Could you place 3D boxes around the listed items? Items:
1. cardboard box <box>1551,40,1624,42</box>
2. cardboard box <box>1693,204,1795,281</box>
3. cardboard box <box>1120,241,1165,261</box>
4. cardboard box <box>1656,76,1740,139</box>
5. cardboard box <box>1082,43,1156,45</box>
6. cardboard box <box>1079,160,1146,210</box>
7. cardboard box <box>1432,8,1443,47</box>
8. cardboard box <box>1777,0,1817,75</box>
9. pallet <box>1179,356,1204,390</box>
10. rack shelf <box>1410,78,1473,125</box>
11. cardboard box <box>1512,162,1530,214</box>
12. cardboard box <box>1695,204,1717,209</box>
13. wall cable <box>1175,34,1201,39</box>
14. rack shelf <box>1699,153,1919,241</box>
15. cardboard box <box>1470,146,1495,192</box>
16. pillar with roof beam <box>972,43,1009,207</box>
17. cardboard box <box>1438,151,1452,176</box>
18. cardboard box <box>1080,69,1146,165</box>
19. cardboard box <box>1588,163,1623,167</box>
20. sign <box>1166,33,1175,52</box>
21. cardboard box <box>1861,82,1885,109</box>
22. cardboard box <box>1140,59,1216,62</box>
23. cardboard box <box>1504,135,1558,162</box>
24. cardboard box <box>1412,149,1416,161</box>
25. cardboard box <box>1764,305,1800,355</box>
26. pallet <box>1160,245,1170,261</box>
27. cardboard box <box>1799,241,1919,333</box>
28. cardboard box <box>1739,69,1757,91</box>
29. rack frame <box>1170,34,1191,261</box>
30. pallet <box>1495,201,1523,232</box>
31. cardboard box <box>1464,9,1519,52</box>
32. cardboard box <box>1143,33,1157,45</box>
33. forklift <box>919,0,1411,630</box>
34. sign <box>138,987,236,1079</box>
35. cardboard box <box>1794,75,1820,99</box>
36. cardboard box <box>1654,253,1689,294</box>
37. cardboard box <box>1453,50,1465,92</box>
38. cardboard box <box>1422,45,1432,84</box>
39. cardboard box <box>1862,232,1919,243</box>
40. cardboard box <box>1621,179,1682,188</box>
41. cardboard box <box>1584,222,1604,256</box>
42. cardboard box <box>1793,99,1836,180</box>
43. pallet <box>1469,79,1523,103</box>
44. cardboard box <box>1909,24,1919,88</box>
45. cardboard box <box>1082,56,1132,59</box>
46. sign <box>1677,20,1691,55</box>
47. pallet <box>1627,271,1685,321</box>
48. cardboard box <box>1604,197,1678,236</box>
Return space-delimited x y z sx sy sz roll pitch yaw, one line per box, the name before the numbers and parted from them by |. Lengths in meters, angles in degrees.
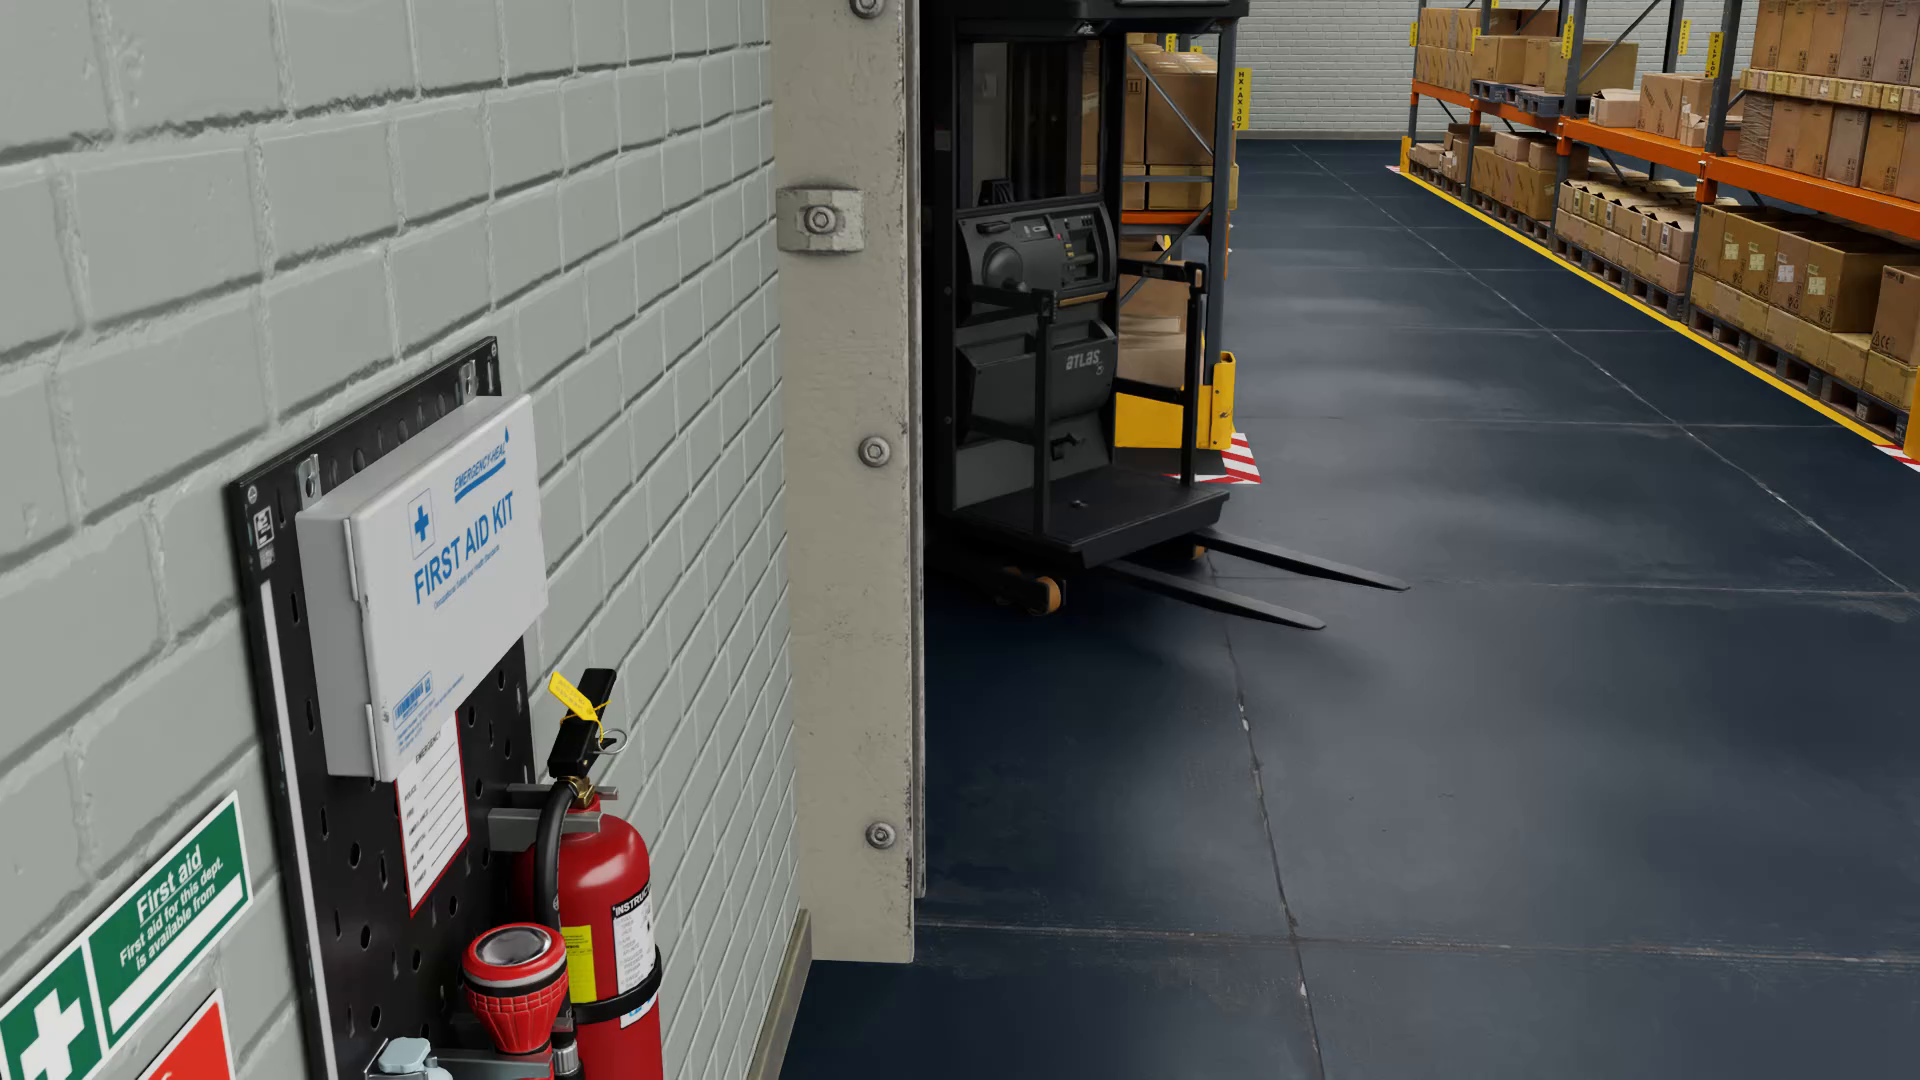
cardboard box | 6.678 -5.083 17.782 0.700 0.500 0.500 5 19 14
cardboard box | 5.857 -2.228 12.441 0.500 0.500 0.500 1 18 4
cardboard box | 1.227 -1.923 12.282 0.500 0.500 0.500 0 18 0
cardboard box | 6.348 -3.720 14.299 0.500 0.500 0.500 1 18 4
cardboard box | 1.525 -4.577 16.208 0.700 0.500 0.500 -1 18 -3
cardboard box | 0.815 -2.070 9.632 0.500 0.250 0.500 2 18 5
cardboard box | 6.697 -6.915 22.444 0.500 0.500 0.500 2 18 5
cardboard box | 6.142 -3.484 11.496 0.700 0.500 0.500 1 18 4
pallet | 1.074 -0.932 10.430 1.003 0.211 1.213 1 18 4
rack shelf | 6.920 -5.879 22.204 1.077 0.370 4.000 1 18 4
cardboard box | 6.360 -3.835 18.118 0.500 0.500 0.500 1 18 2
cardboard box | 6.558 -2.714 14.228 0.500 0.311 0.500 1 18 2
wall cable | 2.884 -10.076 29.207 3.097 2.526 0.112 1 18 4
rack shelf | 6.059 -2.152 10.830 1.077 0.370 4.000 1 18 4
cardboard box | 6.498 -4.476 20.075 0.500 0.500 0.500 0 18 1
pillar with roof beam | 4.456 -4.974 8.651 9.100 9.000 0.400 1 18 4
cardboard box | 6.588 -4.948 21.816 0.500 0.311 0.500 1 18 4
cardboard box | 0.797 -2.428 9.521 0.500 0.500 0.500 1 18 3
cardboard box | 6.880 -3.832 18.109 0.500 0.500 0.500 1 18 3
sign | 2.090 -4.970 16.543 0.100 0.325 0.005 1 18 4
cardboard box | 5.845 -2.754 10.308 0.380 0.149 0.250 2 18 5
cardboard box | 1.423 -2.893 10.939 0.500 0.500 0.500 2 18 6
cardboard box | 6.391 -4.366 18.535 0.500 0.250 0.500 1 18 3
cardboard box | 6.672 -5.505 23.750 0.380 0.166 0.250 1 18 4
cardboard box | 5.755 -1.405 11.136 0.500 0.250 0.500 1 18 4
pallet | 1.401 -2.521 15.279 1.003 0.211 1.213 1 18 4
cardboard box | 5.715 -1.606 10.545 0.500 0.500 0.500 1 18 4
cardboard box | 5.990 -3.392 12.255 0.380 0.149 0.250 1 18 4
rack frame | 1.261 -3.225 12.947 1.000 3.000 0.127 1 18 4
pallet | 6.671 -3.641 18.697 1.003 0.211 1.213 1 18 4
cardboard box | 6.554 -6.285 20.522 0.500 0.500 0.500 1 18 4
cardboard box | 1.840 -5.166 16.997 0.500 0.250 0.500 2 18 5
forklift | 0.494 -1.255 7.045 3.031 2.935 1.130 17 25 42
sign | -0.626 0.563 1.329 0.001 0.329 0.234 1 18 4
cardboard box | 5.918 -3.075 11.287 0.380 0.149 0.250 1 18 2
cardboard box | 5.943 -2.144 13.389 0.500 0.250 0.500 1 18 3
cardboard box | 6.592 -5.969 21.160 0.500 0.500 0.500 2 18 5
cardboard box | 6.736 -6.598 23.080 0.500 0.500 0.500 1 18 3
cardboard box | 6.286 -1.750 10.983 0.500 0.500 0.500 1 18 4
cardboard box | 6.698 -3.349 16.167 0.500 0.311 0.500 2 18 5
cardboard box | 6.093 -2.777 15.321 0.500 0.250 0.500 1 18 2
cardboard box | 6.106 -2.705 11.201 0.700 0.500 0.500 2 18 5
pallet | 6.610 -5.263 19.476 1.003 0.211 1.213 1 18 4
cardboard box | 5.998 -2.862 9.595 0.700 0.500 0.500 1 18 2
cardboard box | 0.937 -3.063 11.457 0.500 0.500 0.500 2 18 5
sign | 7.043 -4.897 16.190 0.100 0.325 0.005 1 18 4
pallet | 6.217 -2.020 13.749 1.003 0.211 1.213 1 18 4
cardboard box | 6.055 -2.880 14.735 0.500 0.311 0.500 1 18 3
